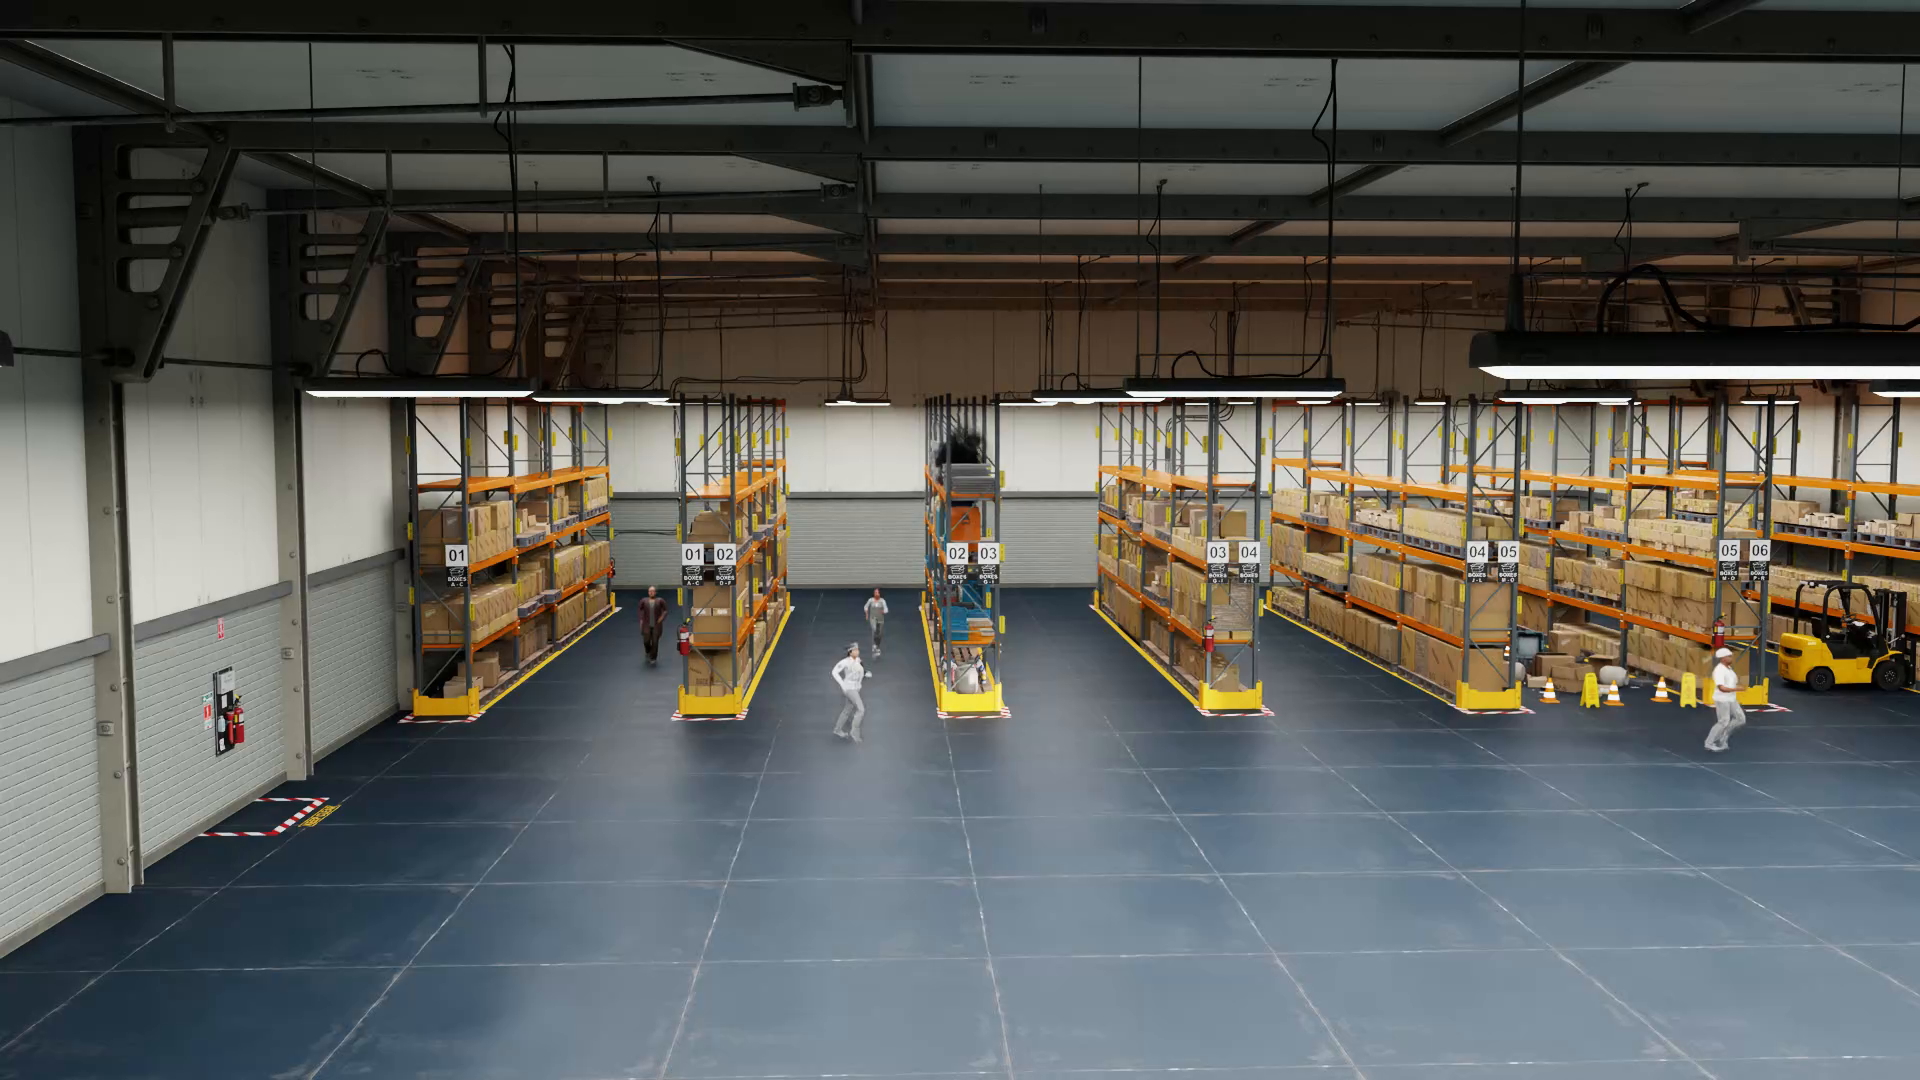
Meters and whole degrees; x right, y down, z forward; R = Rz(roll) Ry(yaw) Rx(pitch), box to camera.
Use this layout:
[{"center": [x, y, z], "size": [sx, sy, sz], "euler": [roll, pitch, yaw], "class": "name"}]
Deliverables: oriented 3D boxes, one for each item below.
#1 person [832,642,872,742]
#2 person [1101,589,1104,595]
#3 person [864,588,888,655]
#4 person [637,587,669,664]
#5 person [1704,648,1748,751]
[{"center": [-1.853, 2.630, 28.727], "size": [0.711, 1.751, 0.578], "euler": [2, 5, 25], "class": "person"}, {"center": [4.479, 1.055, 49.006], "size": [0.737, 1.648, 0.616], "euler": [0, 5, 4], "class": "person"}, {"center": [-1.903, 1.877, 37.977], "size": [0.510, 1.565, 0.805], "euler": [-1, 5, -10], "class": "person"}, {"center": [-6.875, 1.913, 37.213], "size": [0.722, 1.746, 0.628], "euler": [-1, 5, -7], "class": "person"}, {"center": [12.763, 2.663, 27.637], "size": [0.667, 1.743, 0.694], "euler": [4, 6, 44], "class": "person"}]
